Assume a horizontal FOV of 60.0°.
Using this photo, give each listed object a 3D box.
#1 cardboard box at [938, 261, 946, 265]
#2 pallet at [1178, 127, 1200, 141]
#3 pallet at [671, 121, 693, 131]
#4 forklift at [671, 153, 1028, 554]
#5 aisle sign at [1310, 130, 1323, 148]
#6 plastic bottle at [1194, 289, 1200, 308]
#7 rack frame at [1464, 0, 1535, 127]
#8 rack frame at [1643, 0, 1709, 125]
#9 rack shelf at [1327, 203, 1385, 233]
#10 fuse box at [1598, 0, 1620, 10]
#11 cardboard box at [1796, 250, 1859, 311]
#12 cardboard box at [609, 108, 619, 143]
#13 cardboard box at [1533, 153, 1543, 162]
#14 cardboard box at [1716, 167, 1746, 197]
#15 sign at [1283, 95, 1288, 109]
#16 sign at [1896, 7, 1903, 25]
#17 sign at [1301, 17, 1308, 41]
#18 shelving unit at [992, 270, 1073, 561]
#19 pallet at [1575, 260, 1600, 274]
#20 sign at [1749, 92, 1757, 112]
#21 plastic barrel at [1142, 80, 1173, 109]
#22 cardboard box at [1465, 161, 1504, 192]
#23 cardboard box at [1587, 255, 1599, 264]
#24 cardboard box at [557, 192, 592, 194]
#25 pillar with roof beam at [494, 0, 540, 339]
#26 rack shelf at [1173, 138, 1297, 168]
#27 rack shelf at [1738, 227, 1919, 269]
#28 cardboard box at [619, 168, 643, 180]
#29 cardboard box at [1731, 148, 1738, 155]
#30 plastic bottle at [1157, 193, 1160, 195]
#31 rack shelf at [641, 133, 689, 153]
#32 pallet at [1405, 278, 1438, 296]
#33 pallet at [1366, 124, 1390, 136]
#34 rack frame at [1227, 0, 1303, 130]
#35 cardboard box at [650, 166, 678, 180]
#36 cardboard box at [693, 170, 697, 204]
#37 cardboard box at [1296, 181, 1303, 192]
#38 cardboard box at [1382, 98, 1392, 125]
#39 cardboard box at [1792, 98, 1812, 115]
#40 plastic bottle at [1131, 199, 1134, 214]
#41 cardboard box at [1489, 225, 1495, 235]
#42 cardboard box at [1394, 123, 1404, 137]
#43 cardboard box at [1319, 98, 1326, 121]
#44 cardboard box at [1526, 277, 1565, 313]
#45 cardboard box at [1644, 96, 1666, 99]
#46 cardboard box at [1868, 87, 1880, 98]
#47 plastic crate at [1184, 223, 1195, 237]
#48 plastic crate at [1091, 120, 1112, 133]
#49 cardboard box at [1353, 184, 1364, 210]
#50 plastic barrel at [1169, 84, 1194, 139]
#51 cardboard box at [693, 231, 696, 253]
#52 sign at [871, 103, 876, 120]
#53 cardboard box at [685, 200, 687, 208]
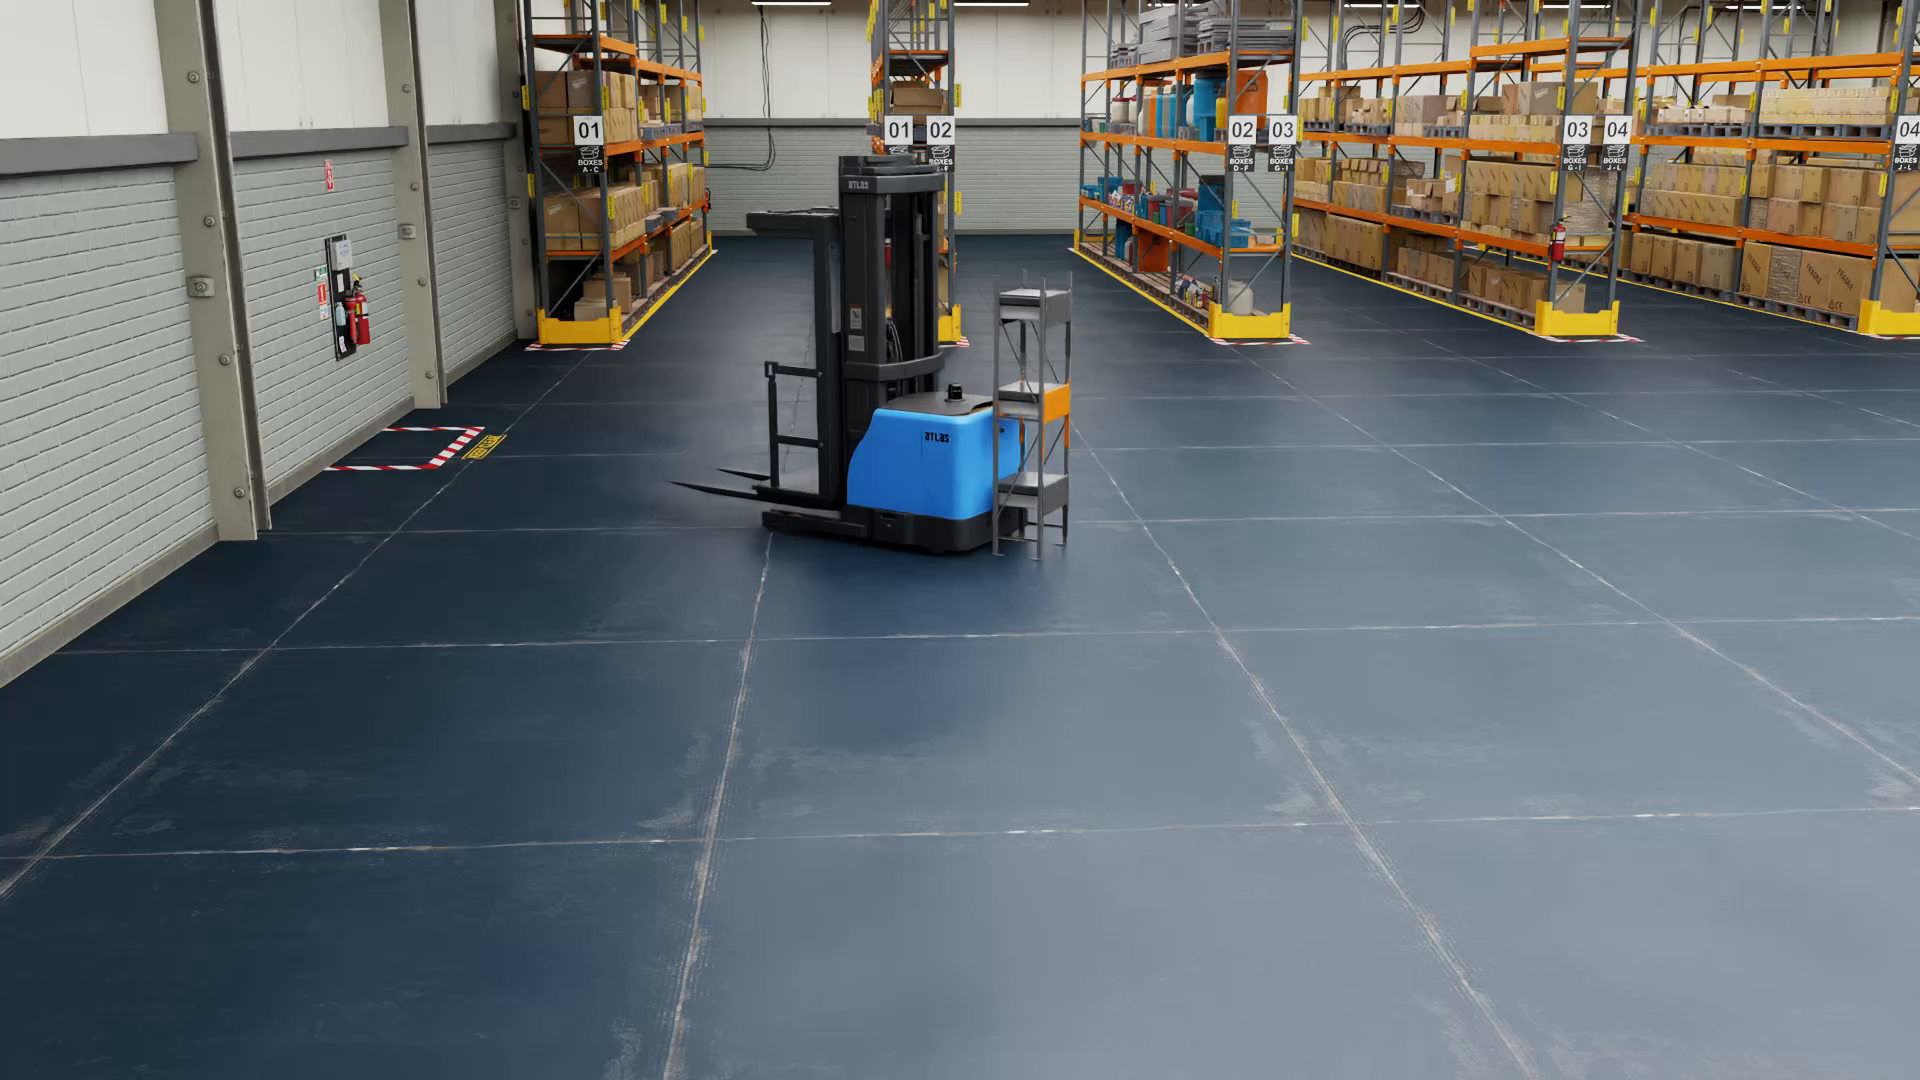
[{"bbox_3d":[-0.485,-4.146,26.289,0.500,0.500,0.500,-1,14,-3],"label":"cardboard box"},{"bbox_3d":[4.255,-6.654,27.229,1.213,0.211,1.003,-1,14,-3],"label":"pallet"},{"bbox_3d":[-6.311,-8.921,35.838,1.003,0.211,1.213,-1,14,-3],"label":"pallet"},{"bbox_3d":[-0.985,-1.566,13.231,3.031,2.935,1.130,9,17,31],"label":"forklift"},{"bbox_3d":[8.608,-9.813,39.930,0.394,0.787,0.004,-1,14,-3],"label":"aisle sign"},{"bbox_3d":[3.784,-3.853,26.549,0.061,0.283,0.133,-1,14,-2],"label":"plastic bottle"},{"bbox_3d":[9.057,-8.453,27.820,1.000,3.000,0.127,-1,14,-3],"label":"rack frame"},{"bbox_3d":[13.765,-9.499,31.886,1.000,3.000,0.127,-1,14,-3],"label":"rack frame"},{"bbox_3d":[8.685,-6.691,34.457,1.077,0.370,4.000,-1,14,-3],"label":"rack shelf"},{"bbox_3d":[17.580,-14.531,45.023,0.513,0.334,0.176,-1,14,-3],"label":"fuse box"},{"bbox_3d":[14.096,-4.165,26.616,0.875,0.875,0.875,-1,14,-4],"label":"cardboard box"},{"bbox_3d":[-5.296,-6.055,24.280,0.500,0.500,0.500,0,14,0],"label":"cardboard box"},{"bbox_3d":[13.181,-8.507,37.264,0.500,0.500,0.500,-1,14,-5],"label":"cardboard box"},{"bbox_3d":[13.943,-6.383,29.607,0.700,0.500,0.500,-1,14,-4],"label":"cardboard box"},{"bbox_3d":[7.759,-10.439,39.647,0.100,0.325,0.005,-1,14,-3],"label":"sign"},{"bbox_3d":[18.146,-10.120,32.108,0.100,0.325,0.005,-1,14,-3],"label":"sign"},{"bbox_3d":[4.910,-7.288,23.711,0.100,0.325,0.005,-1,14,-3],"label":"sign"},{"bbox_3d":[0.538,-0.937,12.452,0.431,2.100,0.503,7,16,26],"label":"shelving unit"},{"bbox_3d":[13.646,-5.740,34.913,1.003,0.211,1.213,-1,14,-3],"label":"pallet"},{"bbox_3d":[13.472,-7.444,28.248,0.100,0.325,0.005,-1,14,-3],"label":"sign"},{"bbox_3d":[3.833,-8.471,32.206,0.600,0.830,0.708,-1,14,-3],"label":"plastic barrel"},{"bbox_3d":[8.831,-6.108,27.943,0.500,0.500,0.500,-1,14,-3],"label":"cardboard box"},{"bbox_3d":[13.386,-6.007,34.526,0.500,0.500,0.500,-2,15,-6],"label":"cardboard box"},{"bbox_3d":[-5.826,-4.991,25.162,0.500,0.500,0.500,-1,14,-5],"label":"cardboard box"},{"bbox_3d":[-2.137,-7.456,23.945,9.100,9.000,0.400,-1,14,-3],"label":"pillar with roof beam"},{"bbox_3d":[4.237,-6.078,26.053,1.077,0.370,4.000,-1,14,-3],"label":"rack shelf"},{"bbox_3d":[14.137,-4.753,26.924,1.077,0.370,4.000,-1,14,-3],"label":"rack shelf"},{"bbox_3d":[-6.310,-6.987,31.820,0.500,0.250,0.500,0,14,-2],"label":"cardboard box"},{"bbox_3d":[18.069,-8.988,38.432,0.380,0.149,0.250,-1,14,-3],"label":"cardboard box"},{"bbox_3d":[4.069,-6.939,34.076,0.144,0.351,0.185,-1,14,-3],"label":"plastic bottle"},{"bbox_3d":[-6.147,-7.915,33.192,1.077,0.370,4.000,-1,14,-3],"label":"rack shelf"},{"bbox_3d":[8.928,-4.695,30.850,1.003,0.211,1.213,-1,14,-3],"label":"pallet"},{"bbox_3d":[8.716,-8.063,32.703,1.213,0.211,1.003,0,14,-1],"label":"pallet"},{"bbox_3d":[4.361,-7.382,23.657,1.000,3.000,0.127,-1,14,-3],"label":"rack frame"},{"bbox_3d":[-5.863,-7.253,32.854,0.500,0.250,0.500,-1,14,-3],"label":"cardboard box"},{"bbox_3d":[-6.328,-7.770,36.603,0.980,0.700,0.700,-1,14,-5],"label":"cardboard box"},{"bbox_3d":[8.140,-8.226,38.680,0.500,0.250,0.500,-1,14,-5],"label":"cardboard box"},{"bbox_3d":[8.699,-8.399,32.580,0.797,0.503,0.637,0,14,0],"label":"cardboard box"},{"bbox_3d":[13.829,-6.998,26.846,0.500,0.250,0.500,-1,14,-4],"label":"cardboard box"},{"bbox_3d":[3.400,-6.561,32.740,0.061,0.283,0.133,-1,14,-3],"label":"plastic bottle"},{"bbox_3d":[8.872,-5.057,27.166,0.380,0.149,0.250,-1,14,-3],"label":"cardboard box"},{"bbox_3d":[8.584,-7.802,31.609,0.500,0.250,0.500,-1,14,-2],"label":"cardboard box"},{"bbox_3d":[8.424,-9.618,37.122,0.700,0.500,0.500,0,14,-1],"label":"cardboard box"},{"bbox_3d":[9.211,-3.849,26.141,0.500,0.500,0.500,3,15,11],"label":"cardboard box"},{"bbox_3d":[13.928,-8.762,33.302,0.396,0.266,0.258,-1,14,-3],"label":"cardboard box"},{"bbox_3d":[13.887,-6.714,24.941,0.380,0.149,0.250,-1,14,-3],"label":"cardboard box"},{"bbox_3d":[3.915,-5.026,26.968,0.450,0.188,0.662,-1,14,-3],"label":"plastic crate"},{"bbox_3d":[3.199,-9.295,37.350,0.437,0.282,0.530,-1,14,-3],"label":"plastic crate"},{"bbox_3d":[8.440,-7.089,34.360,0.500,0.500,0.500,-1,14,-2],"label":"cardboard box"},{"bbox_3d":[3.865,-7.290,28.313,0.600,0.901,0.708,-1,14,-3],"label":"plastic barrel"},{"bbox_3d":[-6.242,-6.613,36.883,0.700,0.500,0.500,-1,14,-4],"label":"cardboard box"},{"bbox_3d":[-1.621,-8.086,31.375,0.100,0.325,0.005,-1,14,-3],"label":"sign"},{"bbox_3d":[-5.928,-7.054,34.885,0.380,0.149,0.250,-1,14,-2],"label":"cardboard box"}]
